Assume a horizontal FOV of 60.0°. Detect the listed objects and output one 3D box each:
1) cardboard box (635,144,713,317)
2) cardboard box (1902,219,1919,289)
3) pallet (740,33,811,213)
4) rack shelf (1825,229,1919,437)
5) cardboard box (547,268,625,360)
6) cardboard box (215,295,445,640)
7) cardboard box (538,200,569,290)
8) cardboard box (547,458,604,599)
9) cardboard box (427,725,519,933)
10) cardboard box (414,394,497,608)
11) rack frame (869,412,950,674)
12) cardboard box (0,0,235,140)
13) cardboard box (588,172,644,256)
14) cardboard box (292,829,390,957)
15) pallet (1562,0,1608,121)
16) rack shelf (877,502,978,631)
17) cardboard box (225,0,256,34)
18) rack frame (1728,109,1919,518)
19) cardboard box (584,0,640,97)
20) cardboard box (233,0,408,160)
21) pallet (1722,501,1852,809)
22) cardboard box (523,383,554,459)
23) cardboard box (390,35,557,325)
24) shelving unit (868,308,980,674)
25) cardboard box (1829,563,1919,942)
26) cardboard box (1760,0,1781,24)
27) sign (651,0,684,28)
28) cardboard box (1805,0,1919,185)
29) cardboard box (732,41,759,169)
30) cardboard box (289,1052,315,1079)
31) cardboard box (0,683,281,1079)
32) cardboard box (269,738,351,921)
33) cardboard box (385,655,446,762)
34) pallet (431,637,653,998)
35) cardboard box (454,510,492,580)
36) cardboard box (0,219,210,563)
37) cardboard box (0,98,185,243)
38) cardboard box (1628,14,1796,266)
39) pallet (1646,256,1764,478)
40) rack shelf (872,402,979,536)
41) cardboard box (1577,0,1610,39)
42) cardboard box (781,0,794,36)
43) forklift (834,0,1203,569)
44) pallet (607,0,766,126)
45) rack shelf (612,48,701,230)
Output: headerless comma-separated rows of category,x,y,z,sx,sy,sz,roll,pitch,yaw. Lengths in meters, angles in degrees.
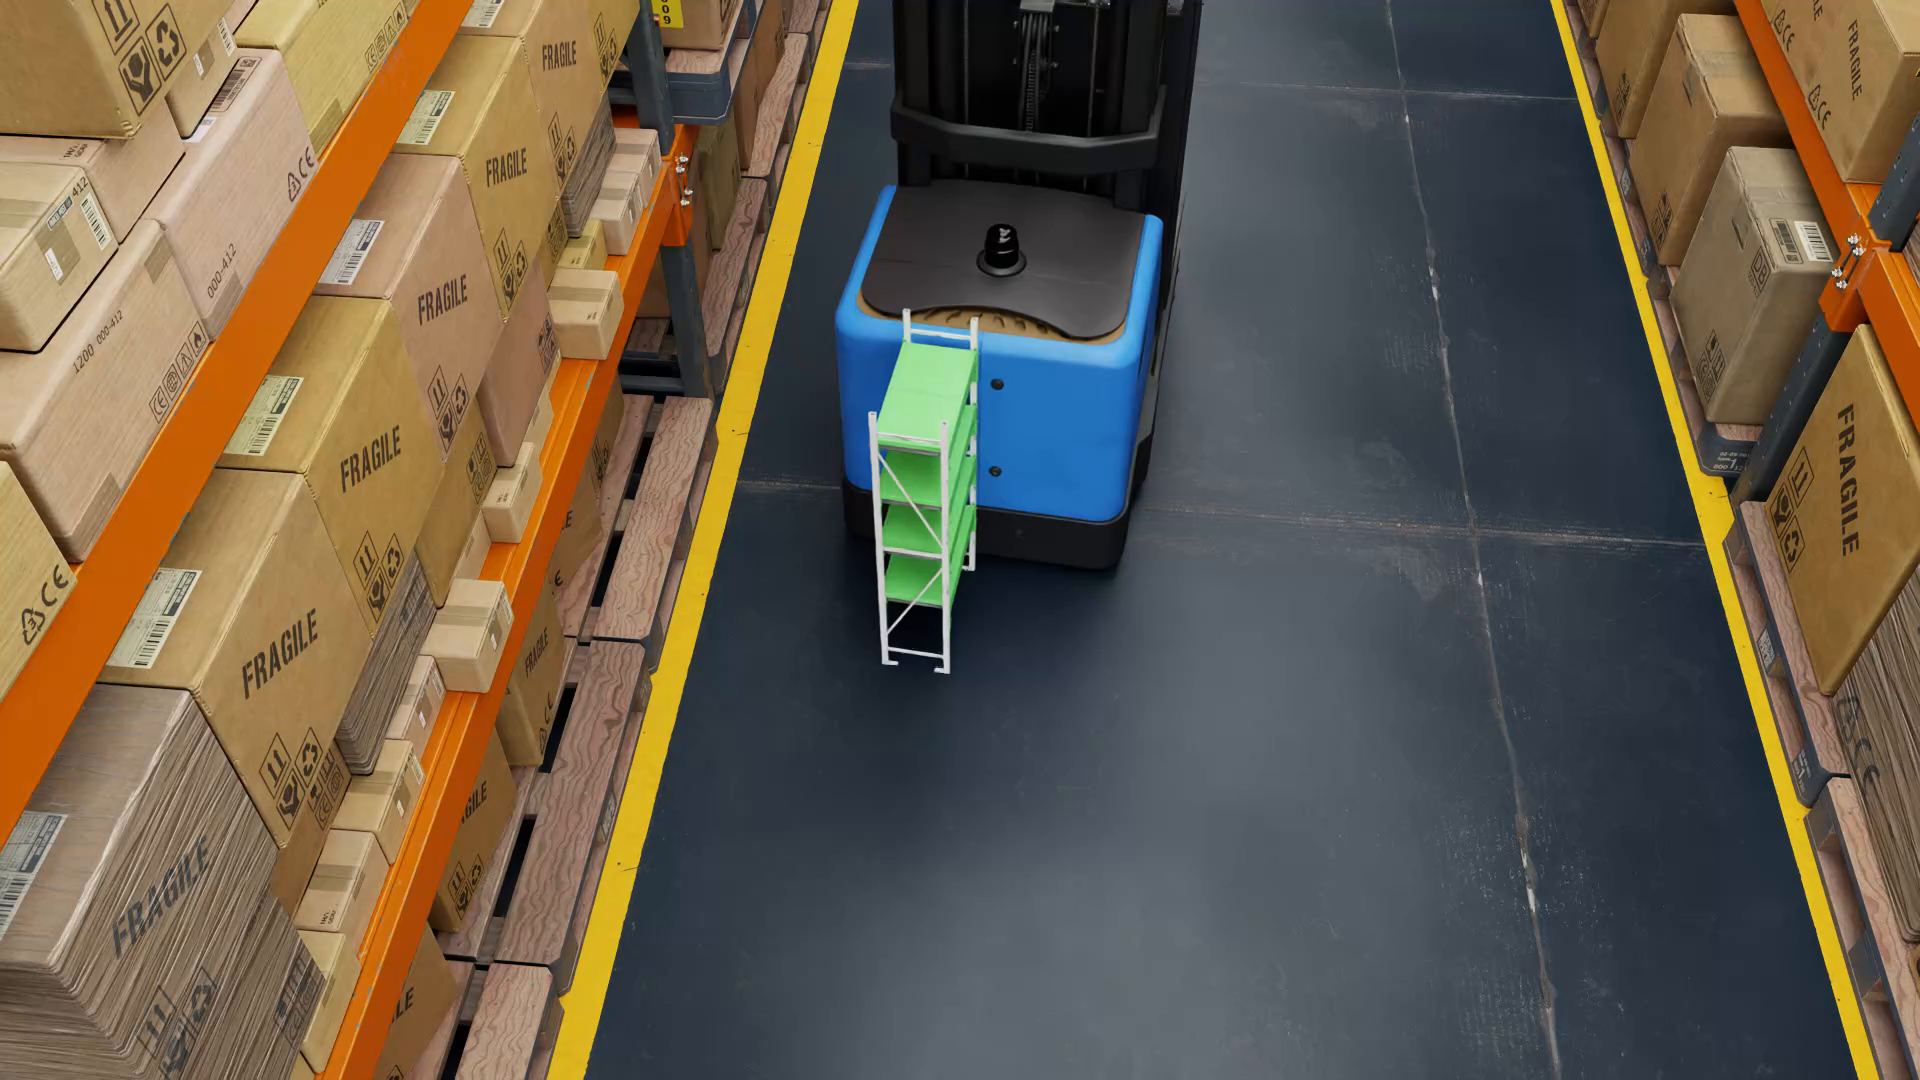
cardboard box,-1.405,-1.259,6.765,0.700,0.500,0.500,1,48,1
cardboard box,3.426,-0.876,4.916,0.875,0.550,0.550,4,48,4
pallet,-1.304,-2.035,7.968,1.003,0.211,1.213,4,48,4
rack shelf,3.266,0.616,4.142,1.077,0.370,4.000,4,48,4
cardboard box,-1.236,-0.688,5.017,0.380,0.149,0.250,4,48,4
cardboard box,-1.428,-0.157,3.414,0.500,0.500,0.500,4,48,4
cardboard box,-1.665,-0.947,4.814,0.875,0.500,0.500,4,48,4
cardboard box,-1.603,-0.090,5.709,0.500,0.500,0.500,18,50,16
cardboard box,-1.677,0.778,4.915,0.500,0.500,0.500,8,48,7
cardboard box,-1.697,-0.209,4.139,0.875,0.500,0.500,4,48,4
rack frame,-0.154,0.042,5.398,0.240,1.200,0.015,8,48,7
cardboard box,-1.442,-0.953,2.448,0.500,0.500,0.500,4,48,3
cardboard box,-1.241,-1.059,5.356,0.380,0.149,0.250,4,48,4
cardboard box,-1.502,0.776,3.678,0.380,0.149,0.250,4,48,4
pallet,3.666,-2.521,8.413,1.003,0.211,1.213,4,48,4
rack shelf,-0.108,0.070,5.784,0.258,0.148,0.480,8,48,7
cardboard box,-1.463,-0.988,2.920,0.380,0.149,0.250,3,48,3
rack frame,3.448,-1.097,5.221,1.000,3.000,0.127,4,48,4
cardboard box,-1.249,-1.627,4.759,0.500,0.500,0.500,4,48,4
cardboard box,-1.413,-0.990,3.191,0.500,0.250,0.500,5,48,5
pallet,3.301,0.398,5.743,1.003,0.211,1.213,4,48,4
cardboard box,-1.372,-0.327,4.687,0.380,0.149,0.250,4,48,4
cardboard box,-1.340,-0.892,4.086,0.500,0.500,0.500,4,48,4
shelving unit,-0.108,-0.135,5.560,0.258,1.200,0.503,8,48,7
cardboard box,3.243,0.599,4.825,0.875,0.875,0.875,4,48,4
cardboard box,3.321,-2.275,6.230,0.500,0.500,0.500,4,48,4
sign,-0.941,-1.766,5.246,0.100,0.325,0.005,4,48,4
cardboard box,3.229,-1.532,5.551,0.500,0.500,0.500,4,48,3
cardboard box,-1.292,-2.020,7.460,0.700,0.500,0.500,0,48,0
cardboard box,-1.541,1.144,3.342,0.380,0.149,0.250,4,48,4
cardboard box,-1.525,0.577,2.742,0.500,0.500,0.500,4,48,4
cardboard box,-1.843,0.523,3.470,0.875,0.500,0.500,4,48,4
cardboard box,-1.476,0.407,4.015,0.380,0.149,0.250,4,48,4
pallet,-1.617,0.831,5.347,1.003,0.211,1.213,4,48,4
cardboard box,-1.459,0.038,4.353,0.380,0.149,0.250,4,48,4
cardboard box,-1.505,-0.243,2.509,0.500,0.250,0.500,3,48,3
cardboard box,-1.449,-0.600,2.565,0.380,0.149,0.250,4,48,3
cardboard box,3.507,-1.650,6.967,1.050,0.750,0.750,4,48,4
pallet,3.443,-0.728,6.773,1.003,0.211,1.213,4,48,4
rack shelf,-0.108,-0.253,5.430,0.258,0.148,0.480,8,48,7
cardboard box,3.667,-2.977,8.180,1.050,0.750,0.750,3,48,3
cardboard box,-1.197,-2.847,8.217,0.700,0.500,0.500,0,48,0
forklift,0.350,-1.991,6.085,1.130,2.935,3.031,8,48,7
pallet,-1.268,-1.992,6.169,1.003,0.211,1.213,4,48,4
rack shelf,-1.300,-2.732,7.203,1.077,0.370,4.000,4,48,4
